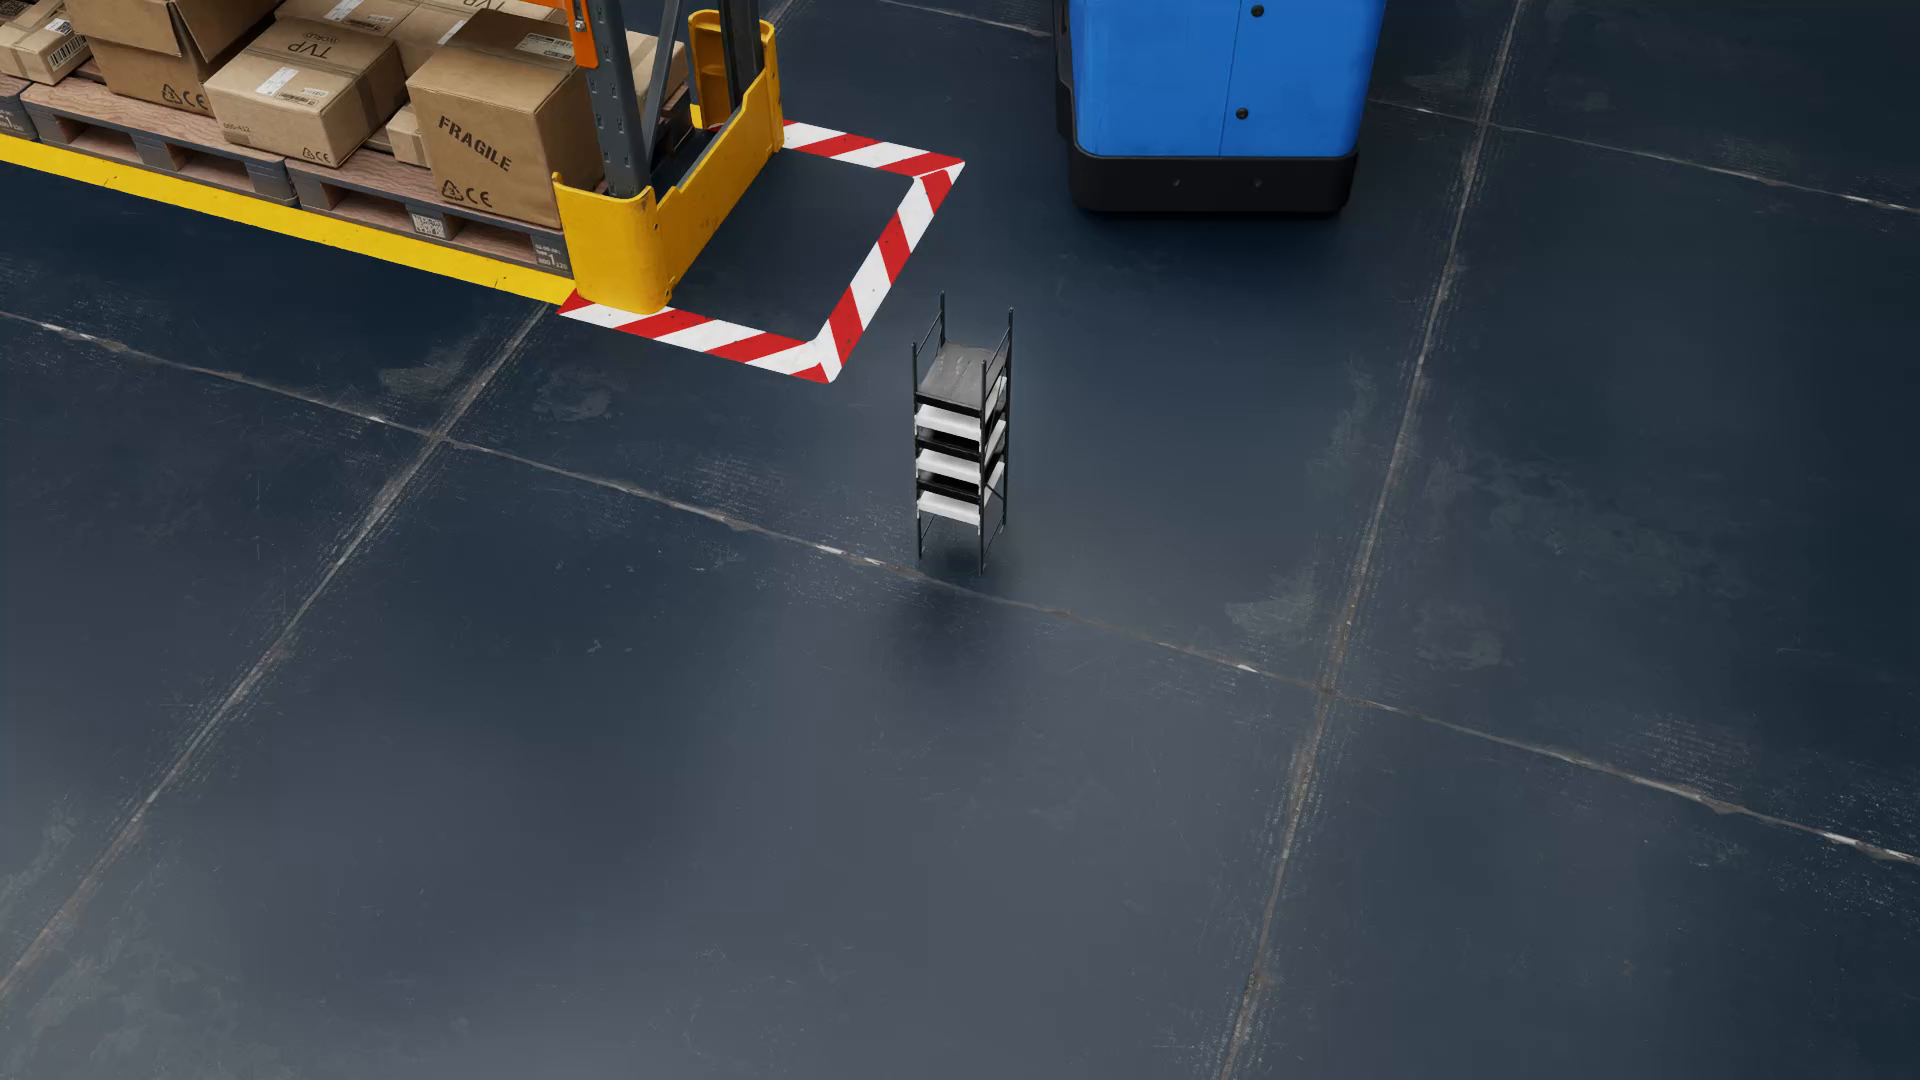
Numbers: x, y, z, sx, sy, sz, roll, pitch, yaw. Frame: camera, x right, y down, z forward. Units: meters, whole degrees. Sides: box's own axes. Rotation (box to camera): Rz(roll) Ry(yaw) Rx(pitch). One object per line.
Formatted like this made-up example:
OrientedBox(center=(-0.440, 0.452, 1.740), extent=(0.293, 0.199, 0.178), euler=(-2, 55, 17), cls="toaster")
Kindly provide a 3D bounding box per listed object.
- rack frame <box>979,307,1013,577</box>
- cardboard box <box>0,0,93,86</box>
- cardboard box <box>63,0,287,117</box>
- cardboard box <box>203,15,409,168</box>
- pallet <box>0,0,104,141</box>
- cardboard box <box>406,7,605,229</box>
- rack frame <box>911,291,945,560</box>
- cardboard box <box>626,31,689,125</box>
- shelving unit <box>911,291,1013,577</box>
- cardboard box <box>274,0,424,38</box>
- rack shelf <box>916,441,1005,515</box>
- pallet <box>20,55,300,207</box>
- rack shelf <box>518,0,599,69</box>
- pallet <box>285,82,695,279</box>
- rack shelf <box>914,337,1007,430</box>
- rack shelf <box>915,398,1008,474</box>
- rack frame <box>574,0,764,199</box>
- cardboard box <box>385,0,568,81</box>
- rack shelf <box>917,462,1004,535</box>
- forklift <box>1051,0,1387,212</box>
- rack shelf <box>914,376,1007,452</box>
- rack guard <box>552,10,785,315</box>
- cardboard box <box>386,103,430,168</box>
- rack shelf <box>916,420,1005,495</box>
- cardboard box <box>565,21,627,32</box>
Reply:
OrientedBox(center=(0.103, -0.266, 4.885), extent=(0.006, 0.900, 0.240), euler=(16, 51, 13), cls="rack frame")
OrientedBox(center=(-3.591, -1.993, 6.576), extent=(0.250, 0.166, 0.380), euler=(16, 51, 13), cls="cardboard box")
OrientedBox(center=(-2.961, -2.098, 6.444), extent=(0.637, 0.503, 0.797), euler=(16, 51, 13), cls="cardboard box")
OrientedBox(center=(-2.449, -1.694, 6.261), extent=(0.500, 0.250, 0.500), euler=(16, 51, 13), cls="cardboard box")
OrientedBox(center=(-4.081, -2.166, 6.988), extent=(1.213, 0.211, 1.003), euler=(16, 51, 13), cls="pallet")
OrientedBox(center=(-1.568, -1.506, 5.933), extent=(0.500, 0.500, 0.500), euler=(16, 51, 13), cls="cardboard box")
OrientedBox(center=(-0.088, -0.319, 4.931), extent=(0.006, 0.900, 0.240), euler=(16, 51, 13), cls="rack frame")
OrientedBox(center=(-1.246, -1.776, 6.400), extent=(0.250, 0.149, 0.380), euler=(16, 51, 13), cls="cardboard box")
OrientedBox(center=(0.008, -0.293, 4.908), extent=(0.210, 0.900, 0.258), euler=(16, 51, 13), cls="shelving unit")
OrientedBox(center=(-2.322, -2.061, 6.580), extent=(0.500, 0.250, 0.500), euler=(16, 51, 13), cls="cardboard box")
OrientedBox(center=(0.008, -0.212, 5.001), extent=(0.200, 0.077, 0.258), euler=(16, 51, 13), cls="rack shelf")
OrientedBox(center=(-2.933, -1.848, 6.712), extent=(1.213, 0.211, 1.003), euler=(16, 51, 13), cls="pallet")
OrientedBox(center=(-2.849, -2.501, 5.908), extent=(4.000, 0.370, 1.077), euler=(16, 51, 13), cls="rack shelf")
OrientedBox(center=(-1.792, -1.527, 6.434), extent=(1.213, 0.211, 1.003), euler=(16, 51, 13), cls="pallet")
OrientedBox(center=(0.008, -0.448, 4.729), extent=(0.200, 0.077, 0.258), euler=(16, 51, 13), cls="rack shelf")
OrientedBox(center=(0.008, -0.330, 4.865), extent=(0.200, 0.077, 0.258), euler=(16, 51, 13), cls="rack shelf")
OrientedBox(center=(-0.973, -2.212, 5.183), extent=(0.127, 3.000, 1.000), euler=(16, 51, 13), cls="rack frame")
OrientedBox(center=(-1.853, -1.930, 6.467), extent=(0.500, 0.250, 0.500), euler=(16, 51, 13), cls="cardboard box")
OrientedBox(center=(0.008, -0.153, 5.069), extent=(0.200, 0.077, 0.258), euler=(16, 51, 13), cls="rack shelf")
OrientedBox(center=(0.955, -3.284, 6.157), extent=(1.130, 2.935, 3.031), euler=(0, 49, 0), cls="forklift")
OrientedBox(center=(0.008, -0.389, 4.797), extent=(0.200, 0.077, 0.258), euler=(16, 51, 13), cls="rack shelf")
OrientedBox(center=(-1.044, -1.414, 6.144), extent=(0.348, 0.500, 1.175), euler=(16, 51, 13), cls="rack guard")
OrientedBox(center=(-1.917, -1.566, 6.206), extent=(0.250, 0.166, 0.380), euler=(16, 51, 13), cls="cardboard box")
OrientedBox(center=(0.008, -0.271, 4.933), extent=(0.200, 0.077, 0.258), euler=(16, 51, 13), cls="rack shelf")
OrientedBox(center=(-1.481, -1.847, 6.450), extent=(0.250, 0.166, 0.380), euler=(16, 51, 13), cls="cardboard box")
